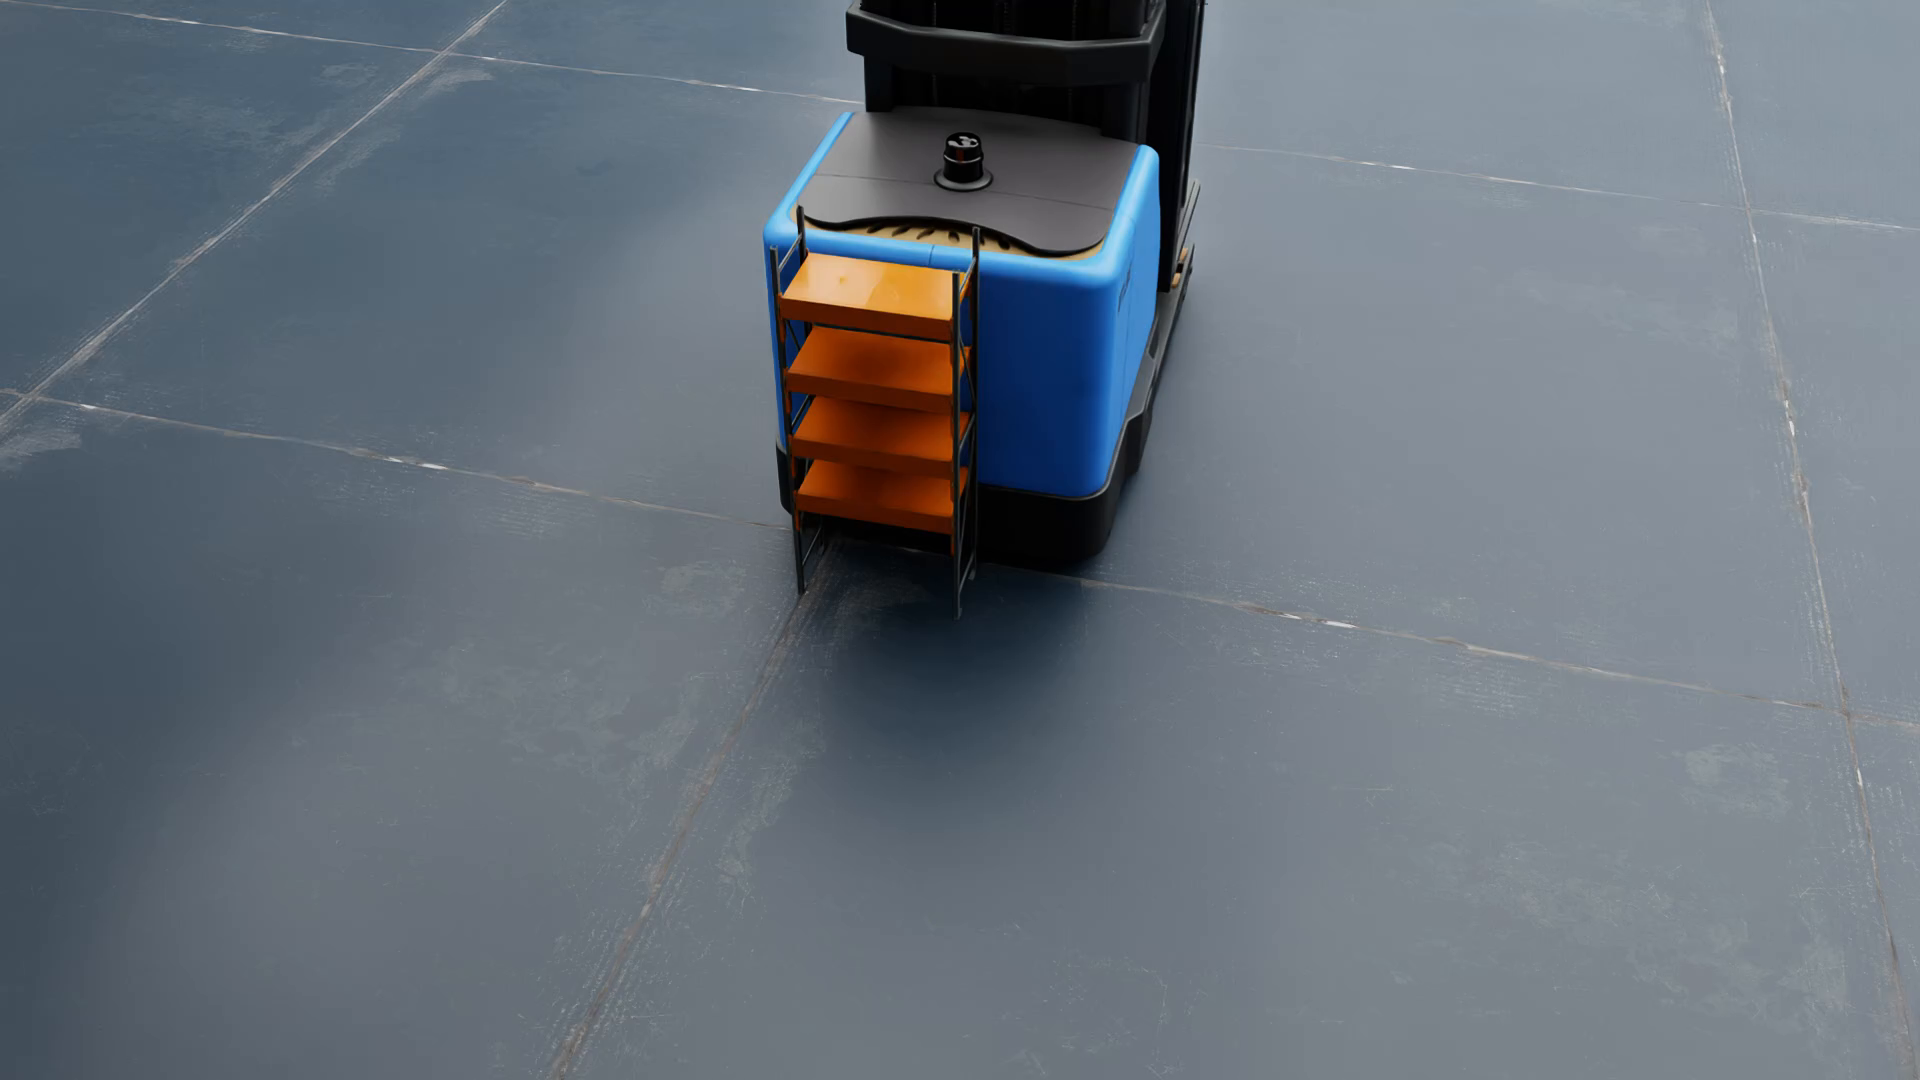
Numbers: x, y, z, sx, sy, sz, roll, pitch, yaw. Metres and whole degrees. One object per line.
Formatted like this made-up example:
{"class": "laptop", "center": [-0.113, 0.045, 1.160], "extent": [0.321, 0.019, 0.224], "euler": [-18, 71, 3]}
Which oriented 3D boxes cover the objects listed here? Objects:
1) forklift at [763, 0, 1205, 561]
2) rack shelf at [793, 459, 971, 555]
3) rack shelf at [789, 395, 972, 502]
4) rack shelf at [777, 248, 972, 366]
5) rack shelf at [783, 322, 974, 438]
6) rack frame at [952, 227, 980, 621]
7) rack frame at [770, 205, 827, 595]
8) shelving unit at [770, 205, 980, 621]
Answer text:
{"class": "forklift", "center": [0.280, -2.014, 5.391], "extent": [1.130, 2.935, 3.031], "euler": [9, 41, 11]}
{"class": "rack shelf", "center": [-0.220, -0.126, 4.902], "extent": [0.480, 0.148, 0.258], "euler": [9, 41, 11]}
{"class": "rack shelf", "center": [-0.220, -0.278, 4.774], "extent": [0.480, 0.148, 0.258], "euler": [9, 41, 11]}
{"class": "rack shelf", "center": [-0.220, -0.630, 4.478], "extent": [0.480, 0.148, 0.258], "euler": [9, 41, 11]}
{"class": "rack shelf", "center": [-0.220, -0.449, 4.630], "extent": [0.480, 0.148, 0.258], "euler": [9, 41, 11]}
{"class": "rack frame", "center": [0.016, -0.291, 4.685], "extent": [0.015, 1.200, 0.240], "euler": [9, 41, 11]}
{"class": "rack frame", "center": [-0.457, -0.367, 4.776], "extent": [0.015, 1.200, 0.240], "euler": [9, 41, 11]}
{"class": "shelving unit", "center": [-0.220, -0.329, 4.731], "extent": [0.503, 1.200, 0.258], "euler": [9, 41, 11]}
